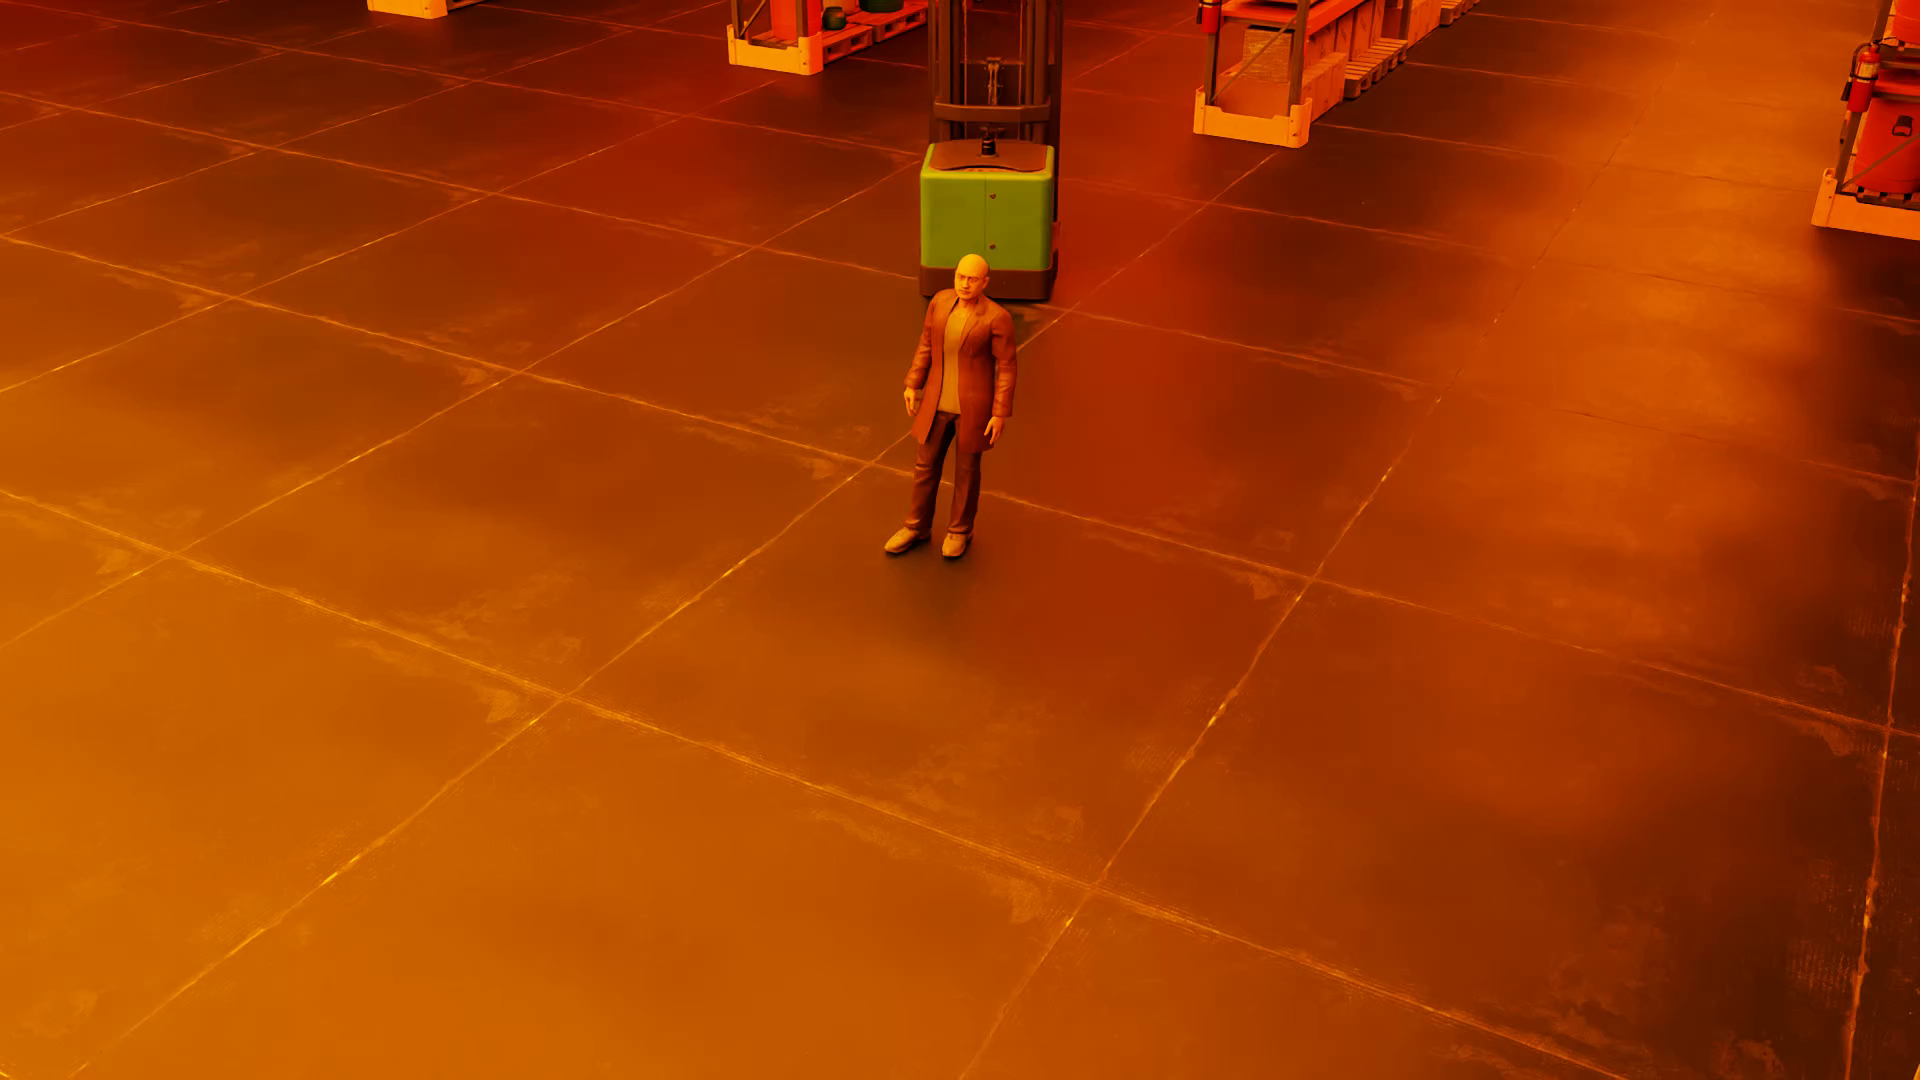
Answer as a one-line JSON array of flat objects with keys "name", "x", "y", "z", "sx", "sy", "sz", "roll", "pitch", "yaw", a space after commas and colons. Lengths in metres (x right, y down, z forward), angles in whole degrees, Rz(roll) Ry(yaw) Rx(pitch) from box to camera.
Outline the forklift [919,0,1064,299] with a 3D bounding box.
[{"name": "forklift", "x": 0.306, "y": -3.880, "z": 13.794, "sx": 1.130, "sy": 2.935, "sz": 3.031, "roll": 2, "pitch": 30, "yaw": 4}]

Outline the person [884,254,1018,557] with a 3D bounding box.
[{"name": "person", "x": -0.048, "y": -0.738, "z": 9.488, "sx": 0.696, "sy": 1.775, "sz": 0.582, "roll": 15, "pitch": 33, "yaw": 25}]
